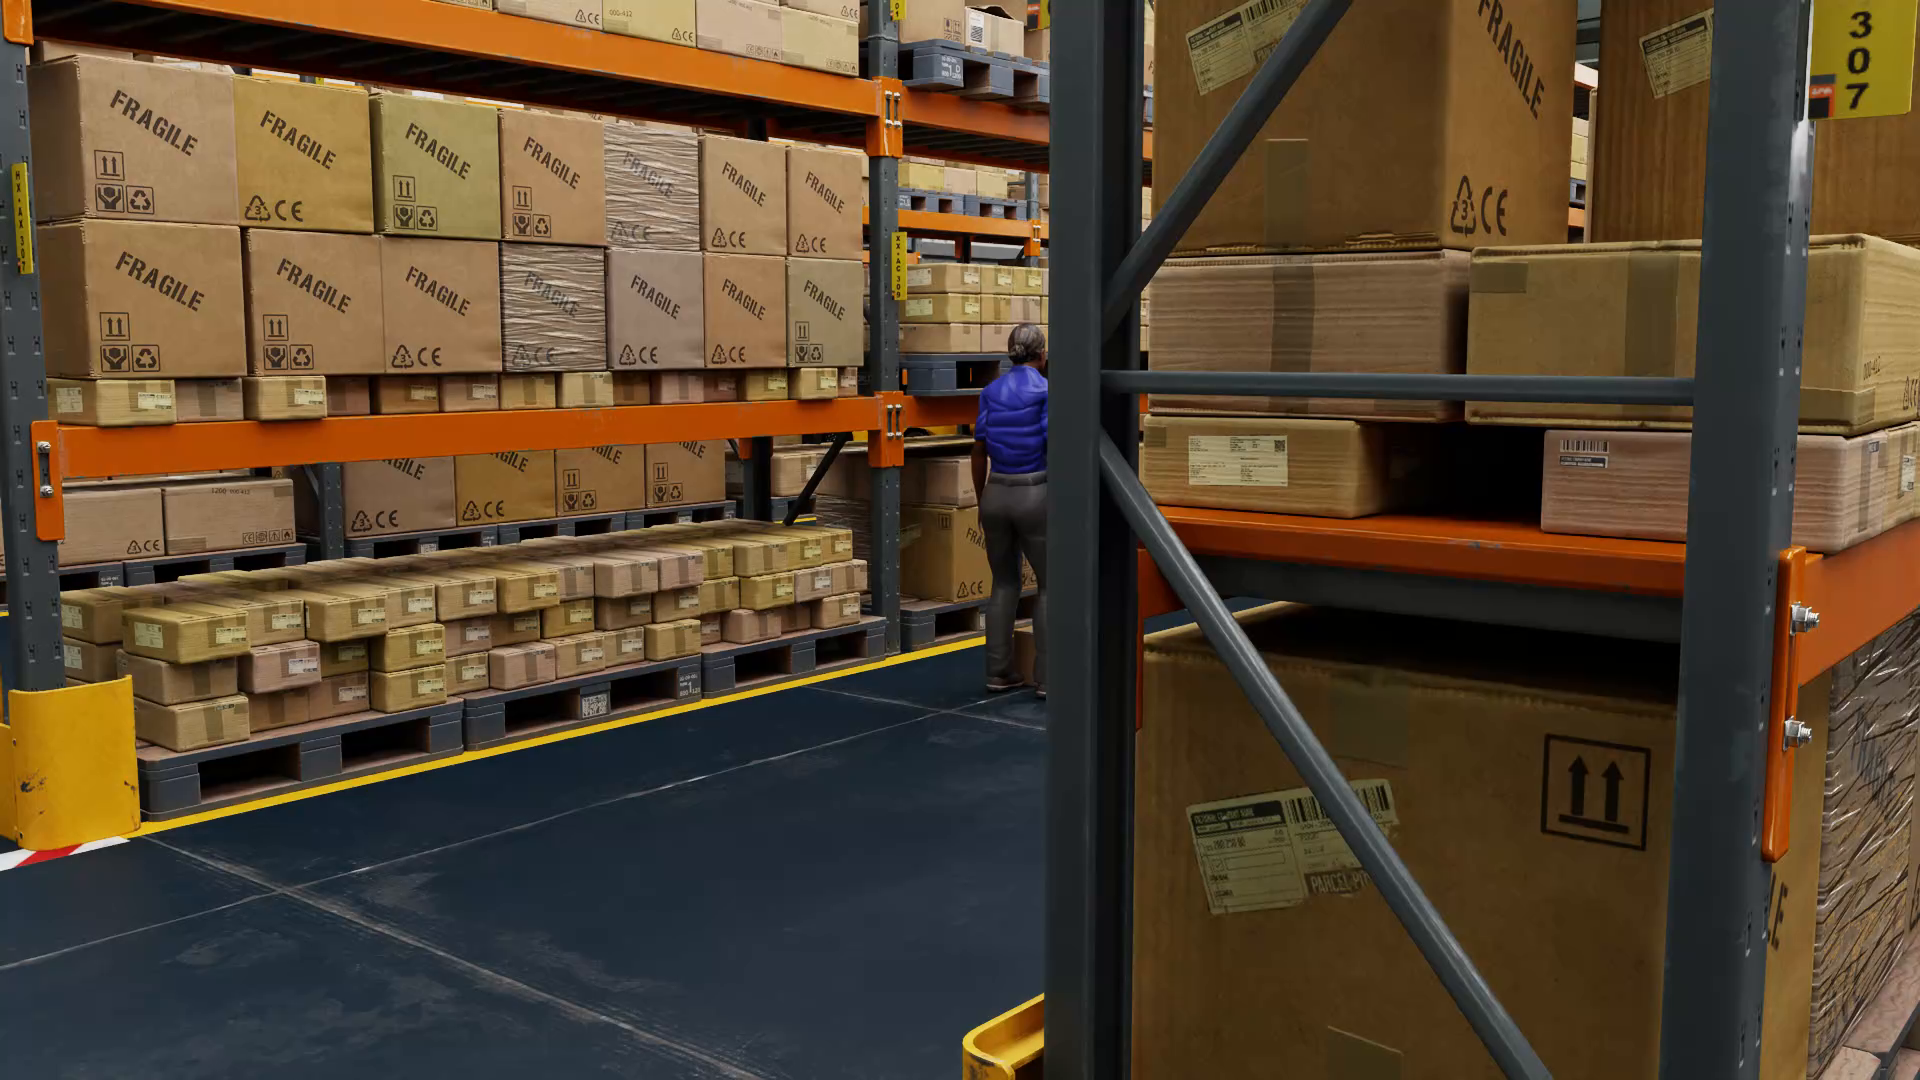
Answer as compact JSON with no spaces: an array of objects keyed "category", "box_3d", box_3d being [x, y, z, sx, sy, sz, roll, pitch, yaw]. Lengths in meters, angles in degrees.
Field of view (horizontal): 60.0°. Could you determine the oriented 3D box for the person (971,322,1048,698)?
[{"category":"person","box_3d":[0.297,-0.138,7.415,0.533,1.655,0.347,4,8,33]}]
